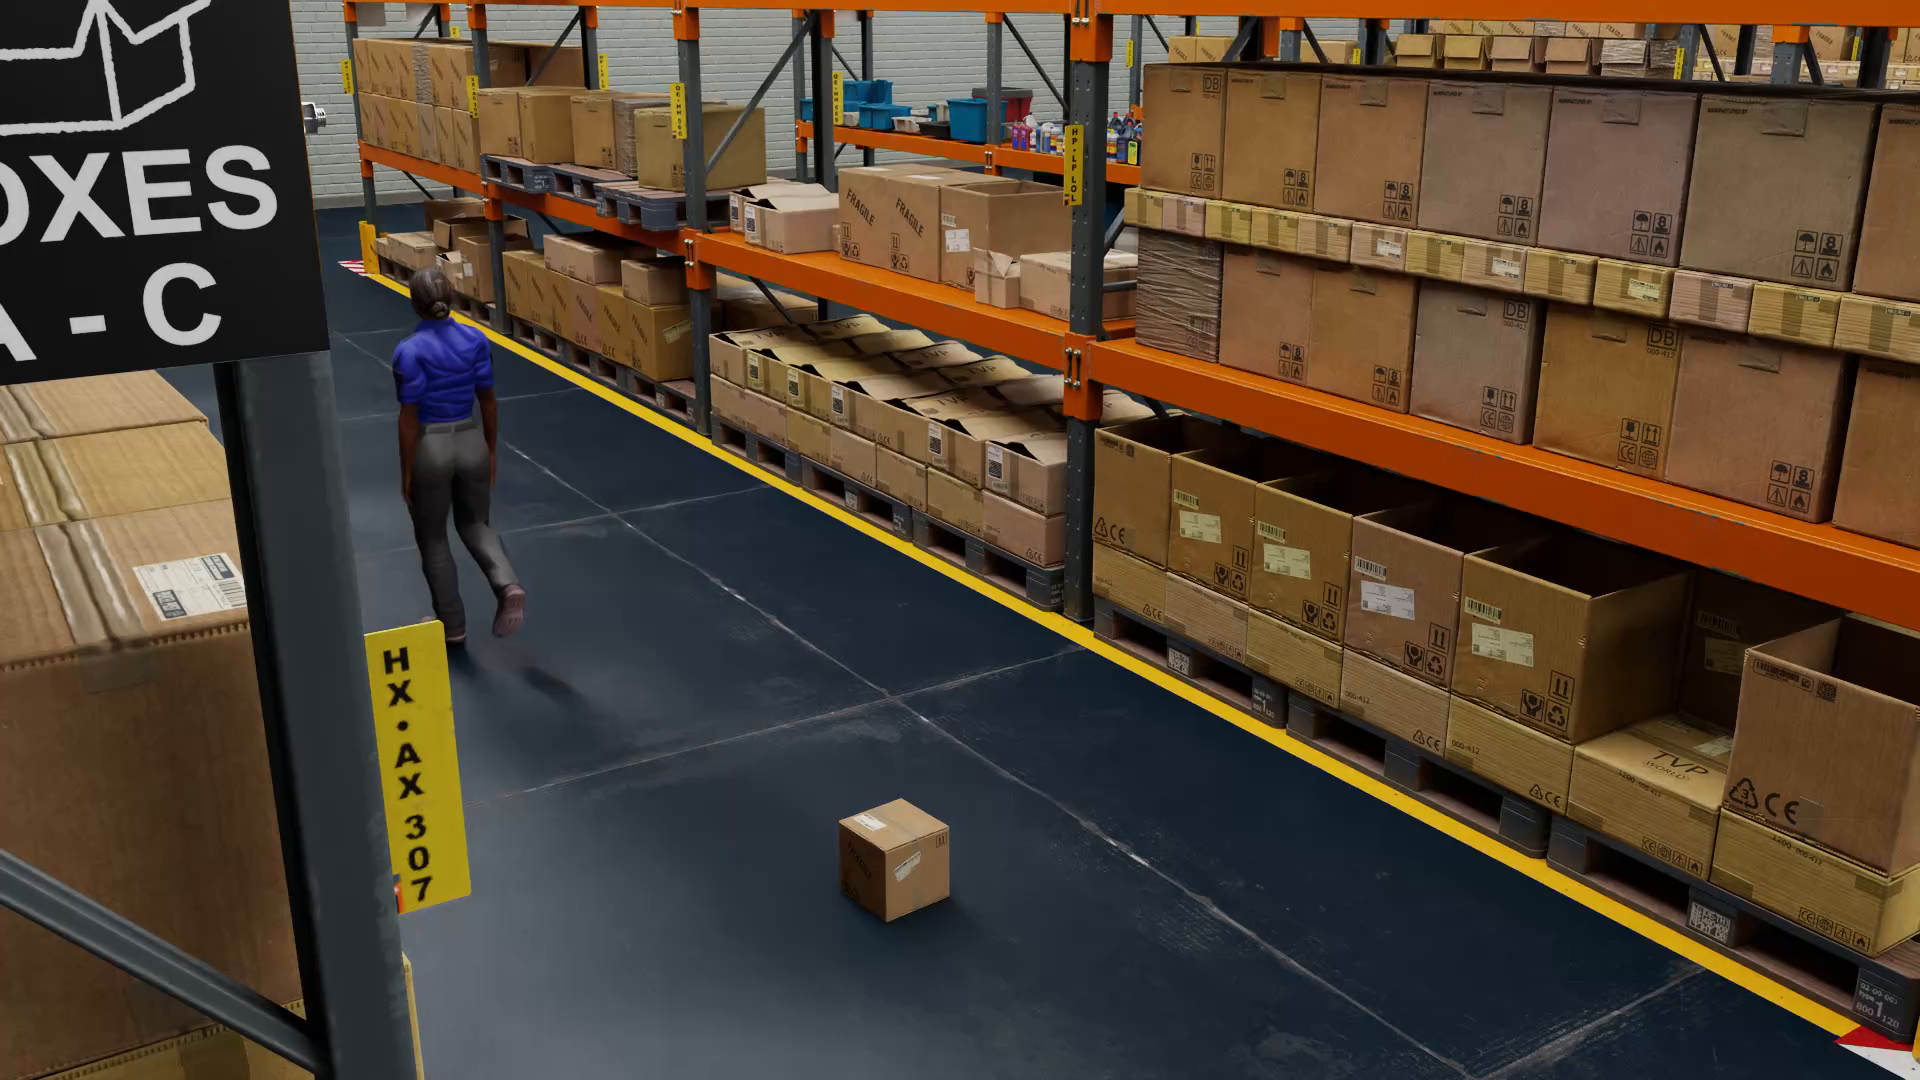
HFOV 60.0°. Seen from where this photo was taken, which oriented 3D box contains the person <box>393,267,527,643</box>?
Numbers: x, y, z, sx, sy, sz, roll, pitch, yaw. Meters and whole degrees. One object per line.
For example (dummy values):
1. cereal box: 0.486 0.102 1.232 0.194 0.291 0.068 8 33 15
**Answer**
1. person: -2.137 -0.333 7.018 0.604 1.638 0.447 17 25 42
